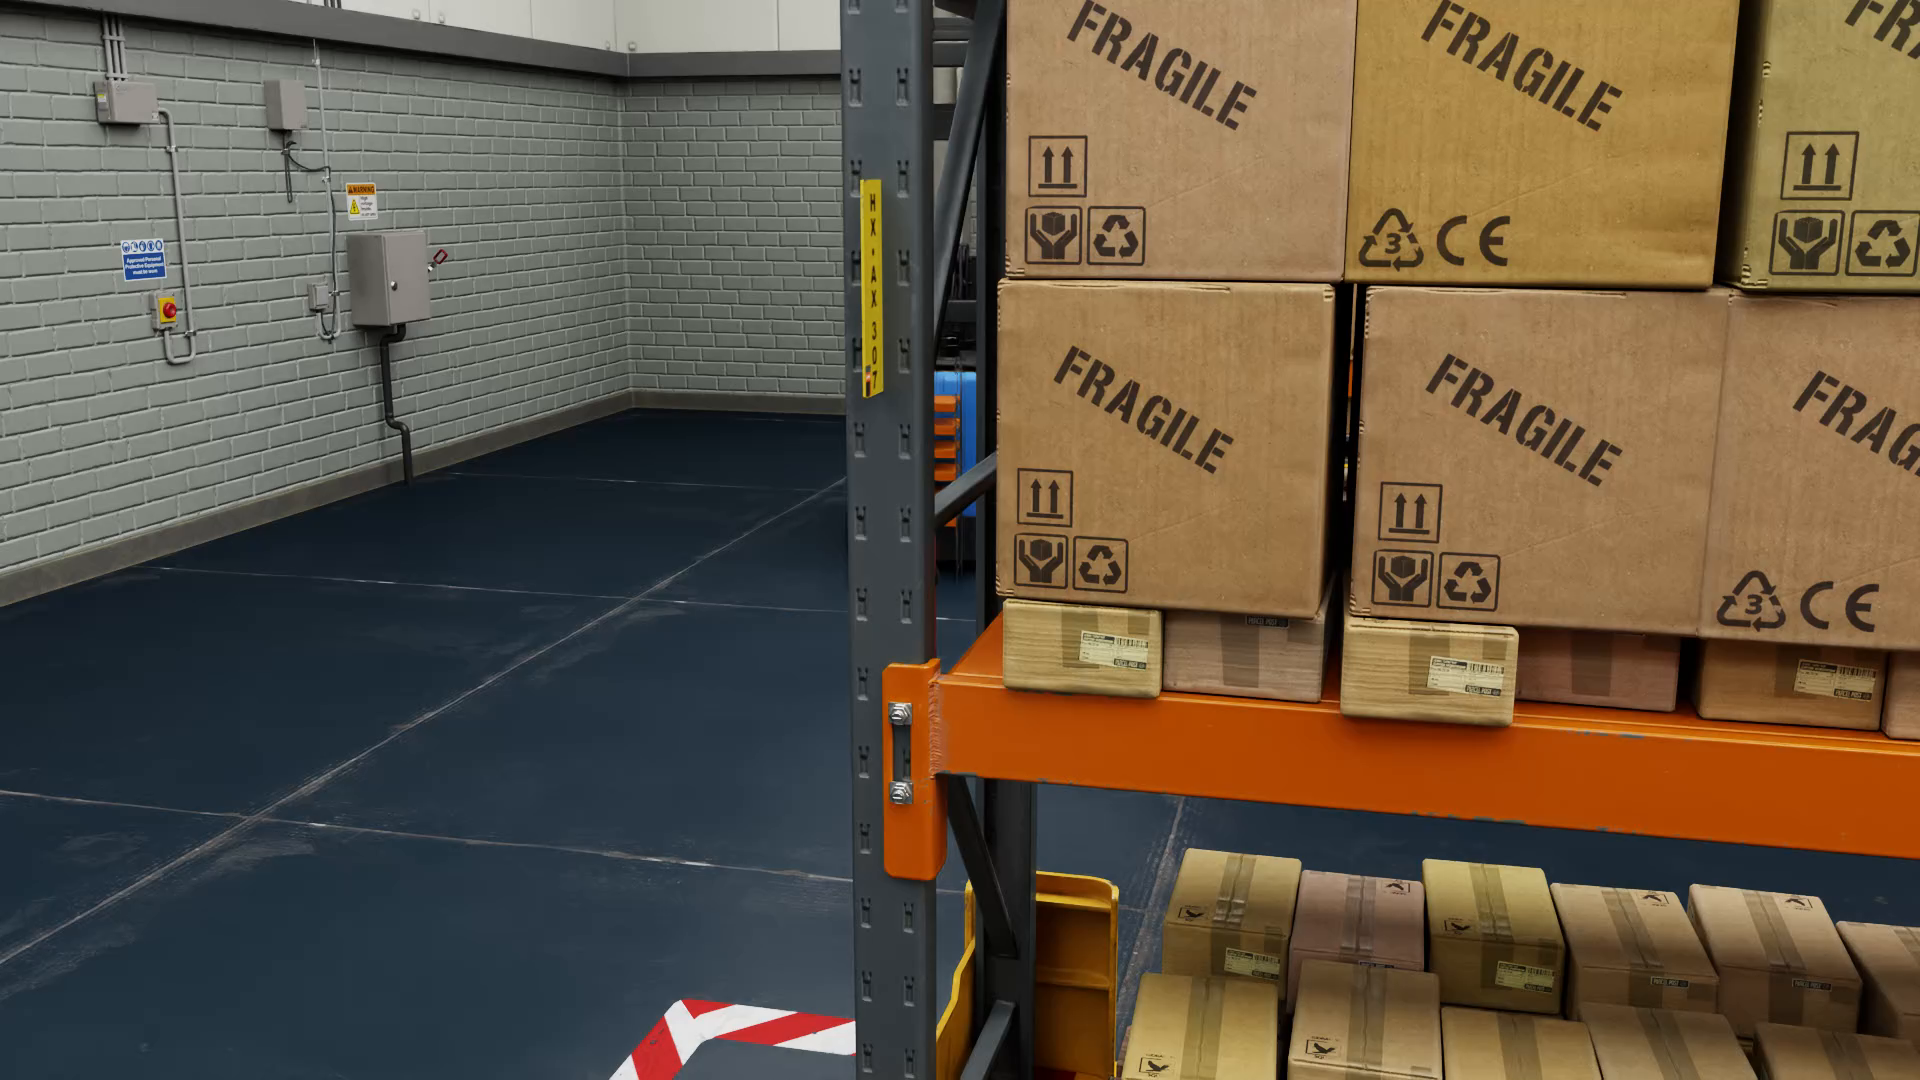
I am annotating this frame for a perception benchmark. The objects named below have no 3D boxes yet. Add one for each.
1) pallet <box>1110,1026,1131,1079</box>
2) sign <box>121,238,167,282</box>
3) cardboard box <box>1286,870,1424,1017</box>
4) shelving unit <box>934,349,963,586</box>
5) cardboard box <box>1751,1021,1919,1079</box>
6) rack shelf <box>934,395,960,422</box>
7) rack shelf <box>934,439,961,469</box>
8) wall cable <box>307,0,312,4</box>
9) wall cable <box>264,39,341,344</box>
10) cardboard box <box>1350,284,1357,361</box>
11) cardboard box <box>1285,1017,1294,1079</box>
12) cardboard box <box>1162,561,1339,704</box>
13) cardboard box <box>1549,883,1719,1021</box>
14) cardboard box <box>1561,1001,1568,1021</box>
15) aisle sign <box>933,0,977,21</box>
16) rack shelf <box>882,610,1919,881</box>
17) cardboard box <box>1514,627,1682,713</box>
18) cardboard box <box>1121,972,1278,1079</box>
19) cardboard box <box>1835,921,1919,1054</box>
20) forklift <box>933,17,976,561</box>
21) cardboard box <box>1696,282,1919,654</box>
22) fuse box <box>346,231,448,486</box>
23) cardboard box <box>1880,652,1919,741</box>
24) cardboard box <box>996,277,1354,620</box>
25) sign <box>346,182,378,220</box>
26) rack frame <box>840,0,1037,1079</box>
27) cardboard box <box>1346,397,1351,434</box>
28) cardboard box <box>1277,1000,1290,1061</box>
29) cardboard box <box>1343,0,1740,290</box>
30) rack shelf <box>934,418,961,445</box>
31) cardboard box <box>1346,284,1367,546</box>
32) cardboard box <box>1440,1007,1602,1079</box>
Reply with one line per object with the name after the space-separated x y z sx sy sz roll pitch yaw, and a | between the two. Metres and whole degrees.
0.850 1.339 3.212 1.213 0.211 1.003 3 13 14 | pallet
-4.467 -1.535 9.102 0.001 0.218 0.327 3 13 14 | sign
0.801 0.820 3.353 0.250 0.149 0.380 3 13 15 | cardboard box
-0.096 -0.375 8.631 0.189 1.200 0.258 1 15 6 | shelving unit
1.462 0.960 2.721 0.250 0.149 0.380 4 13 16 | cardboard box
-0.098 -0.680 8.550 0.180 0.103 0.258 1 15 6 | rack shelf
-0.096 -0.449 8.611 0.180 0.103 0.258 1 15 6 | rack shelf
-4.323 -4.445 8.992 0.029 3.000 2.355 3 13 14 | wall cable
-4.067 -2.205 10.400 0.122 1.984 0.588 3 13 14 | wall cable
1.979 -1.065 7.379 0.500 0.500 0.500 3 13 13 | cardboard box
0.831 1.086 3.525 0.250 0.149 0.380 3 13 15 | cardboard box
0.489 0.137 2.771 0.250 0.149 0.380 4 13 16 | cardboard box
1.319 0.833 3.292 0.250 0.149 0.380 3 13 11 | cardboard box
1.318 0.995 3.249 0.250 0.149 0.380 3 13 13 | cardboard box
-0.003 -1.412 3.171 0.004 0.787 0.394 3 13 14 | aisle sign
1.938 0.379 2.761 4.000 0.370 1.077 3 13 14 | rack shelf
1.022 0.147 2.727 0.250 0.149 0.380 4 13 16 | cardboard box
0.424 0.919 2.905 0.250 0.149 0.380 2 13 11 | cardboard box
1.823 0.872 3.115 0.250 0.149 0.380 3 13 12 | cardboard box
0.024 -1.580 10.089 1.130 2.935 3.031 1 13 4 | forklift
1.364 -0.138 2.514 0.500 0.500 0.500 3 13 14 | cardboard box
-3.751 -1.215 11.260 0.414 1.711 0.539 3 13 14 | fuse box
1.513 0.185 2.556 0.250 0.149 0.380 3 13 12 | cardboard box
0.366 -0.189 2.741 0.500 0.500 0.500 4 13 16 | cardboard box
-3.965 -2.246 11.027 0.001 0.242 0.339 3 13 14 | sign
-0.004 -0.076 3.151 0.127 3.000 1.000 3 13 14 | rack frame
2.841 -1.101 12.564 0.637 0.503 0.797 3 13 11 | cardboard box
0.577 0.933 3.529 0.250 0.149 0.380 3 13 12 | cardboard box
0.860 -0.654 2.531 0.500 0.500 0.500 3 13 15 | cardboard box
-0.097 -0.564 8.581 0.180 0.103 0.258 1 15 6 | rack shelf
0.993 -0.273 3.121 0.500 0.500 0.500 3 13 13 | cardboard box
0.934 0.948 2.774 0.250 0.149 0.380 3 13 13 | cardboard box
